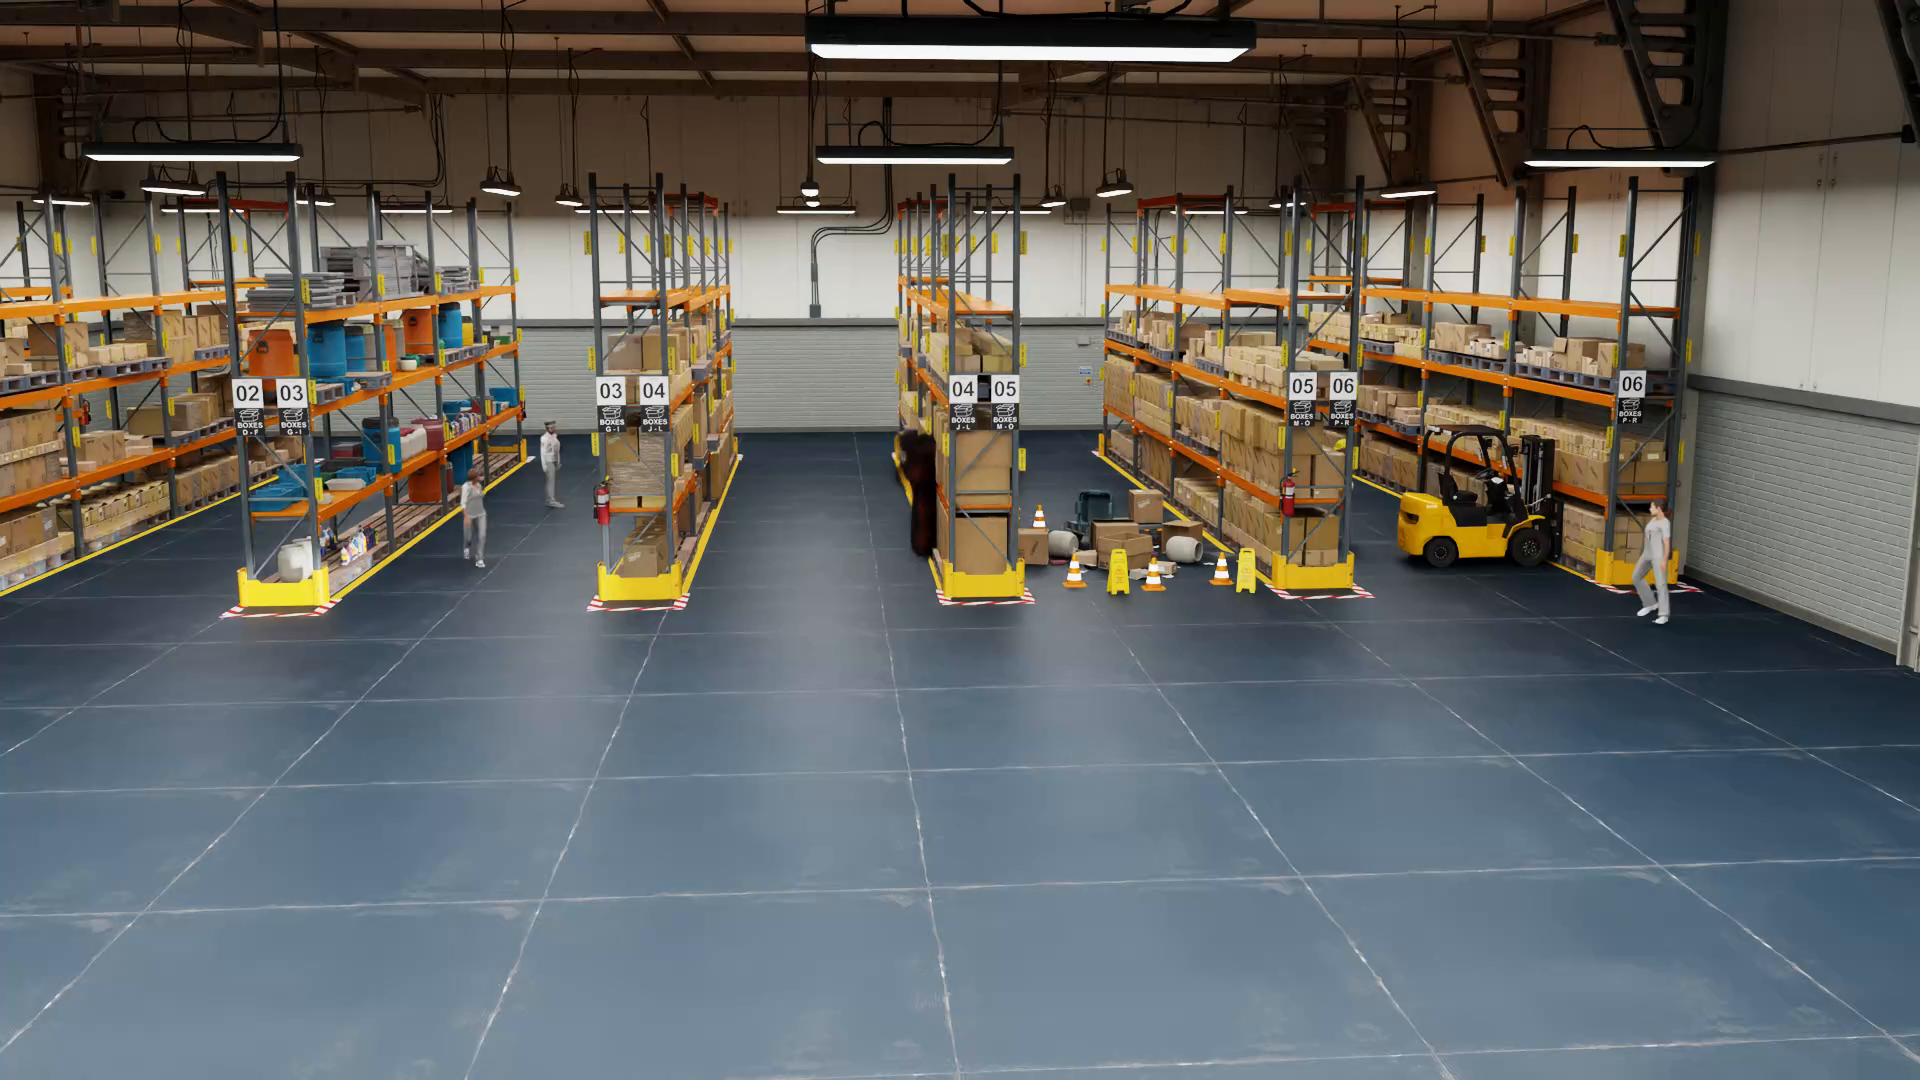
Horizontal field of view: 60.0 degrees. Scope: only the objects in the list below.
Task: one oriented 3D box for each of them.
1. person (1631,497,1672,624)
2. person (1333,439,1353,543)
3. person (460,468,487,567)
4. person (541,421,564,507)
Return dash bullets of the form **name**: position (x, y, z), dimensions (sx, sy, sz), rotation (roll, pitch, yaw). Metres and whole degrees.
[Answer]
- **person**: position (9.377, 0.251, 22.388), dimensions (0.381, 1.678, 0.594), rotation (-3, 10, -15)
- **person**: position (6.539, -0.858, 28.531), dimensions (0.453, 1.776, 0.621), rotation (5, 11, 27)
- **person**: position (-7.693, -0.371, 26.273), dimensions (0.404, 1.543, 0.727), rotation (-5, 11, -24)
- **person**: position (-7.919, -1.498, 32.402), dimensions (0.423, 1.678, 0.514), rotation (0, 10, 3)
